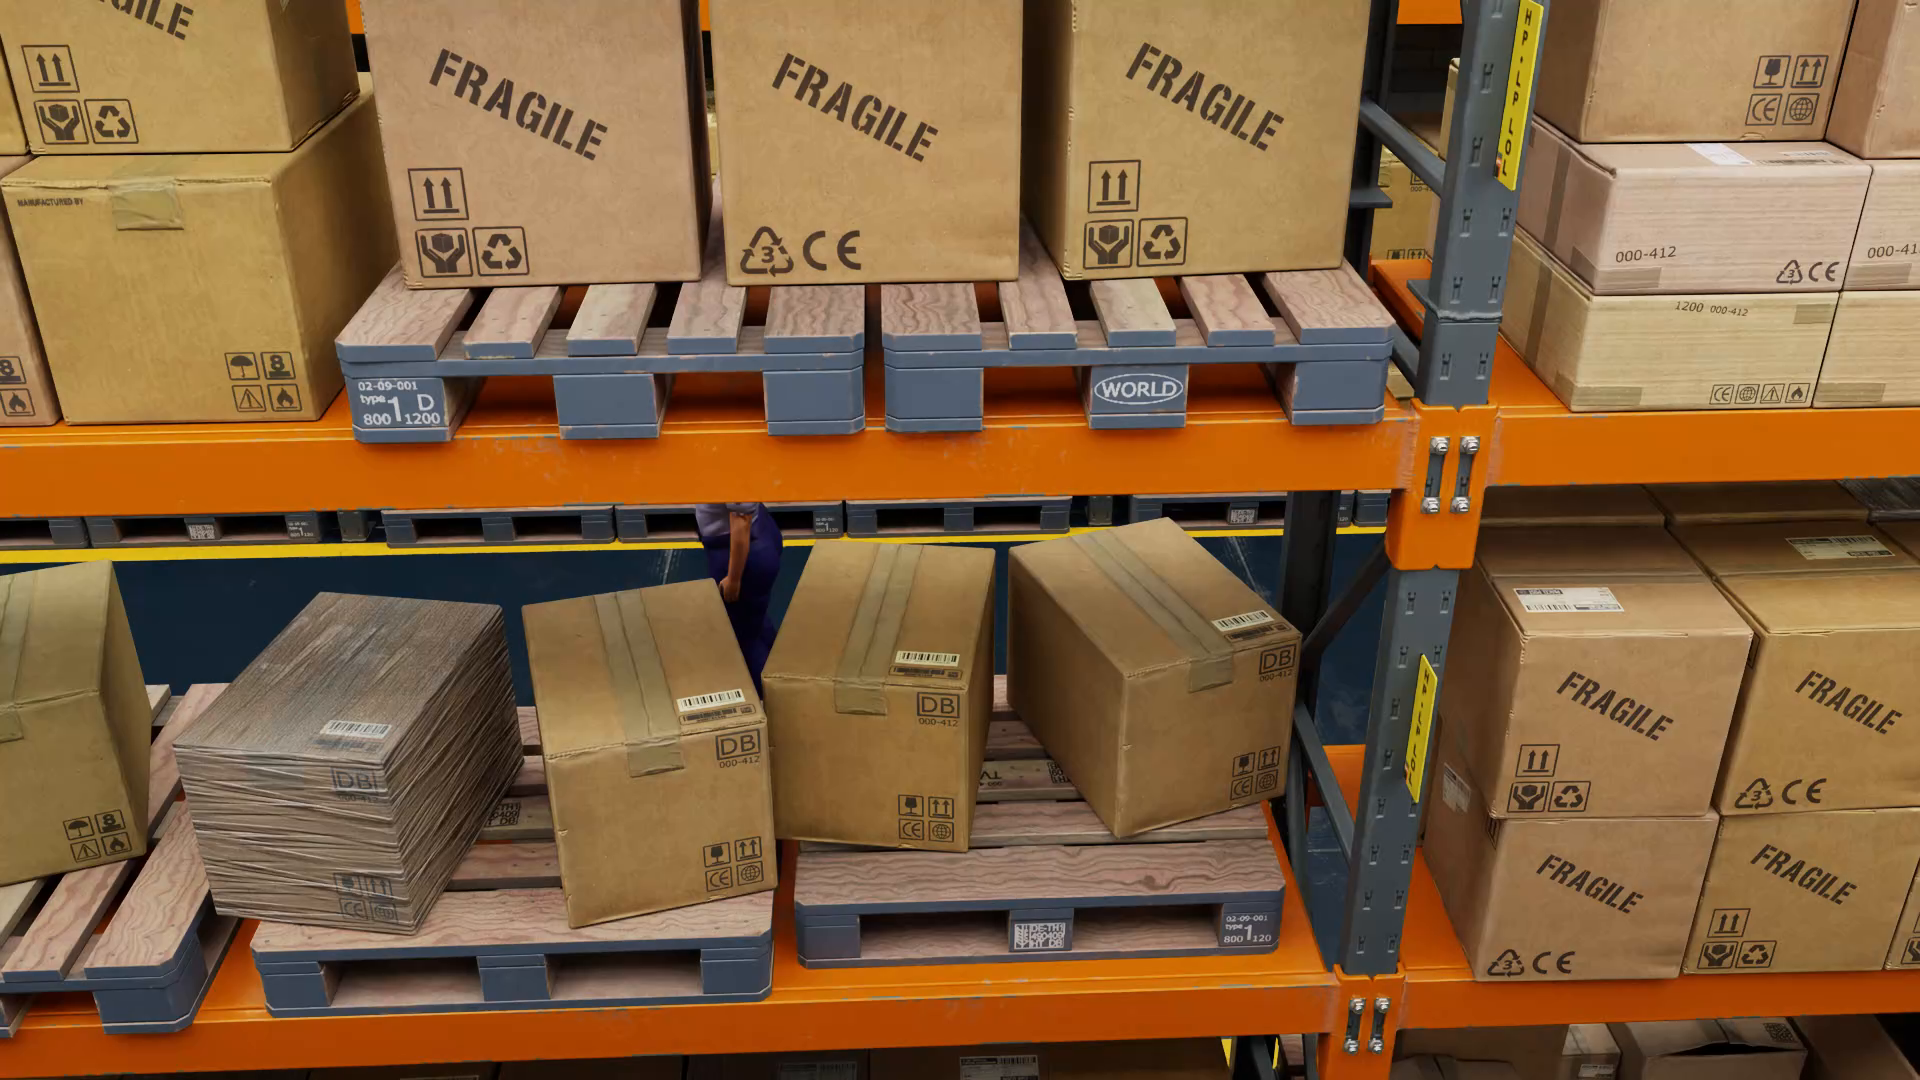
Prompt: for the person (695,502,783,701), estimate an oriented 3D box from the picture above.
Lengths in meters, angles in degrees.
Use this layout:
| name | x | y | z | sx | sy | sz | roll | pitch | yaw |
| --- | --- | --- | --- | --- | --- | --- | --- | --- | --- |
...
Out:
| name | x | y | z | sx | sy | sz | roll | pitch | yaw |
| --- | --- | --- | --- | --- | --- | --- | --- | --- | --- |
| person | -0.925 | 0.079 | 7.005 | 0.343 | 1.659 | 0.466 | -1 | 28 | -1 |
